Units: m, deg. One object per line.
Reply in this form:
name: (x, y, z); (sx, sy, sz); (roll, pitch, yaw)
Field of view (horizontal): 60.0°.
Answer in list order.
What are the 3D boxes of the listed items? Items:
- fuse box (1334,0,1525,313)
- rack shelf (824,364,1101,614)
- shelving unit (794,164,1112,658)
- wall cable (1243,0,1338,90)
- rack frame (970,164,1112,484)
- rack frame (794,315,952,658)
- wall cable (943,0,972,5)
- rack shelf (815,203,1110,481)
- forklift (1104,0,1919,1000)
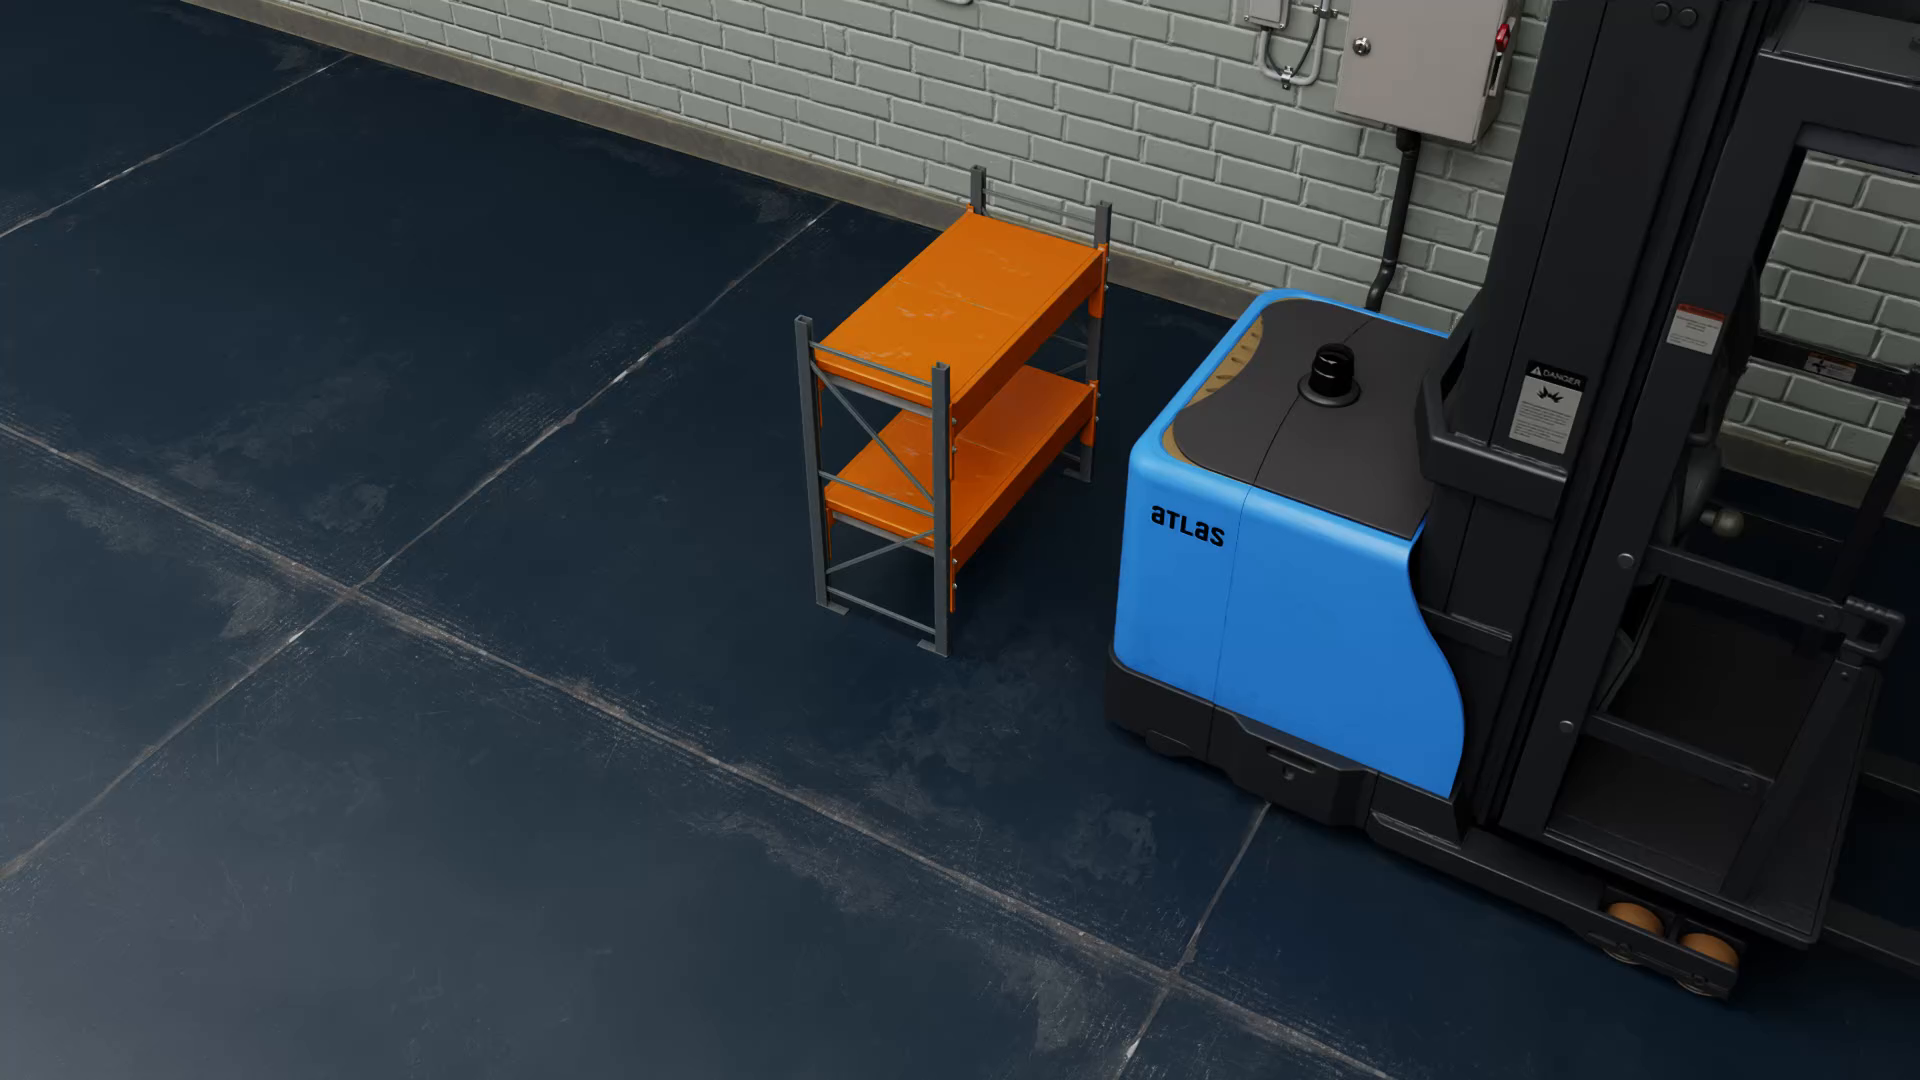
fuse box: (1.555, -1.234, 5.856); (0.539, 1.711, 0.414); (21, 45, 22)
rack shelf: (0.003, -0.243, 5.544); (0.538, 0.278, 1.000); (21, 45, 22)
shelving unit: (0.003, -0.426, 5.383); (0.538, 1.125, 1.048); (21, 45, 22)
wall cable: (1.044, -2.414, 5.453); (0.588, 1.984, 0.122); (21, 45, 22)
rack frame: (0.258, -0.717, 5.713); (0.500, 1.125, 0.032); (21, 45, 22)
rack frame: (-0.251, -0.135, 5.052); (0.500, 1.125, 0.032); (21, 45, 22)
wall cable: (-0.190, -2.889, 5.968); (0.585, 1.953, 0.123); (21, 45, 22)
rack shelf: (0.003, -0.646, 5.189); (0.538, 0.278, 1.000); (21, 45, 22)
forklift: (1.969, -0.305, 3.879); (3.031, 2.935, 1.130); (21, 46, 23)
